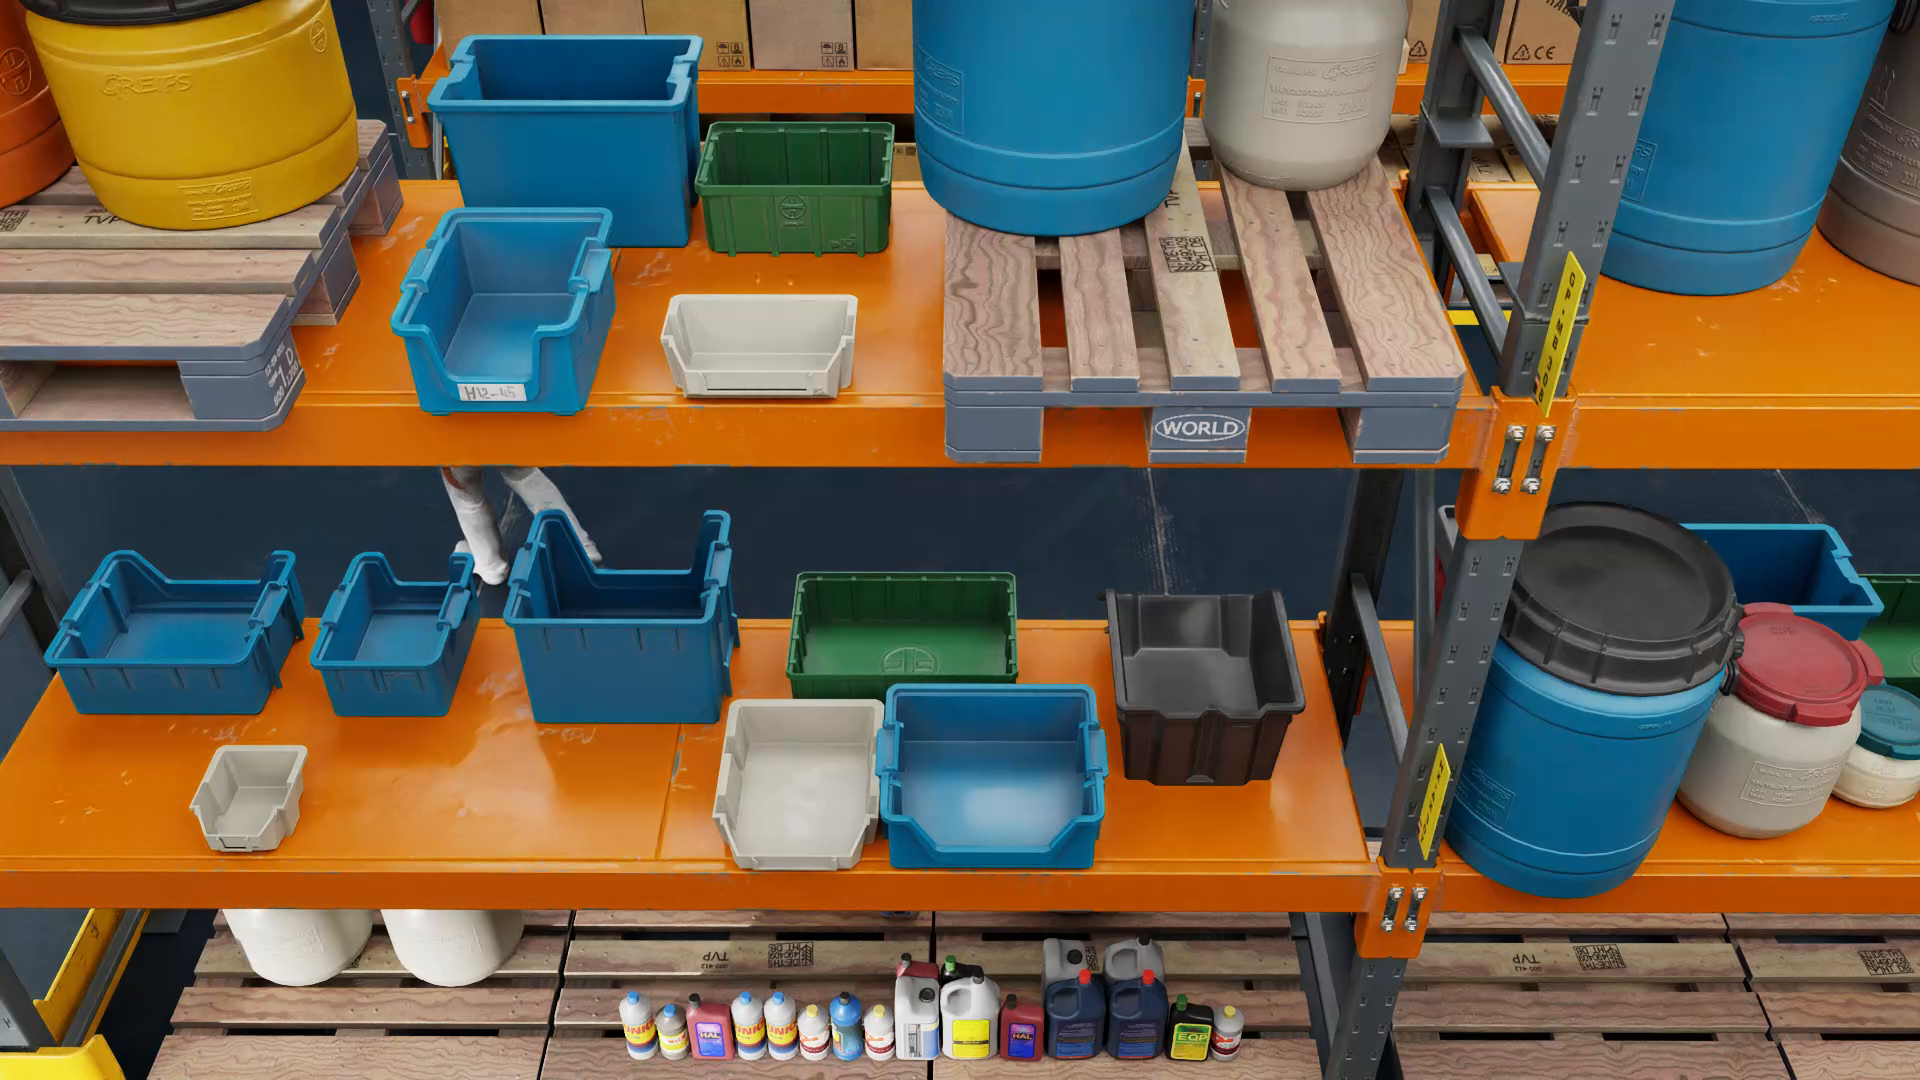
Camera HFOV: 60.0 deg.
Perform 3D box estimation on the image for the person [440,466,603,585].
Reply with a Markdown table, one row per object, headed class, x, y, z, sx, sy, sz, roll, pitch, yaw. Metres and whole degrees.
| class | x | y | z | sx | sy | sz | roll | pitch | yaw |
| --- | --- | --- | --- | --- | --- | --- | --- | --- | --- |
| person | -1.885 | -0.480 | 6.705 | 0.795 | 1.748 | 0.579 | 28 | 47 | 30 |
